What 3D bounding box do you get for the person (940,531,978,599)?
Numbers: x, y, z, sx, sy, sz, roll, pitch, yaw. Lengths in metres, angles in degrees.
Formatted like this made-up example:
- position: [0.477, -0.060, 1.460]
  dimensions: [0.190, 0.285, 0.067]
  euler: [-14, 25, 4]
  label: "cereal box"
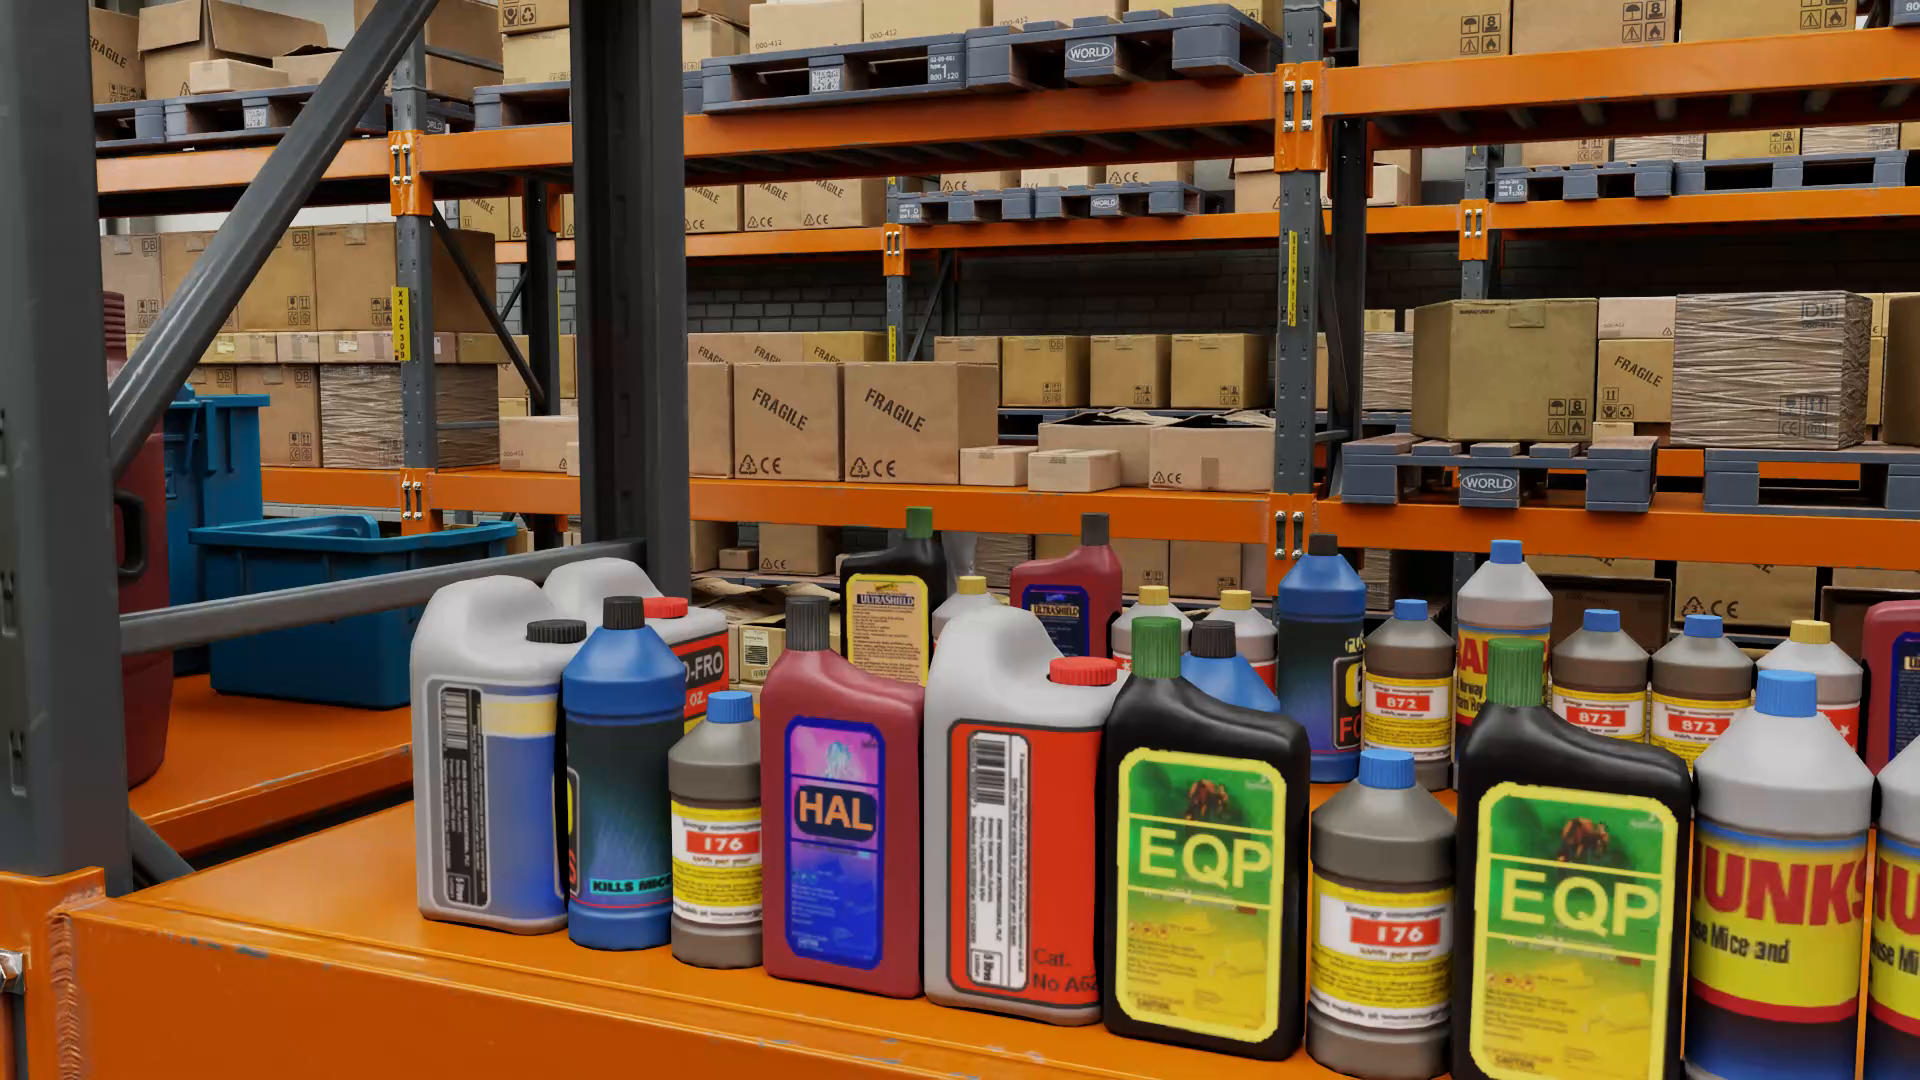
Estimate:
- position: [-0.030, -0.181, 10.884]
  dimensions: [0.514, 1.703, 0.527]
  euler: [-1, 6, -9]
  label: "person"
